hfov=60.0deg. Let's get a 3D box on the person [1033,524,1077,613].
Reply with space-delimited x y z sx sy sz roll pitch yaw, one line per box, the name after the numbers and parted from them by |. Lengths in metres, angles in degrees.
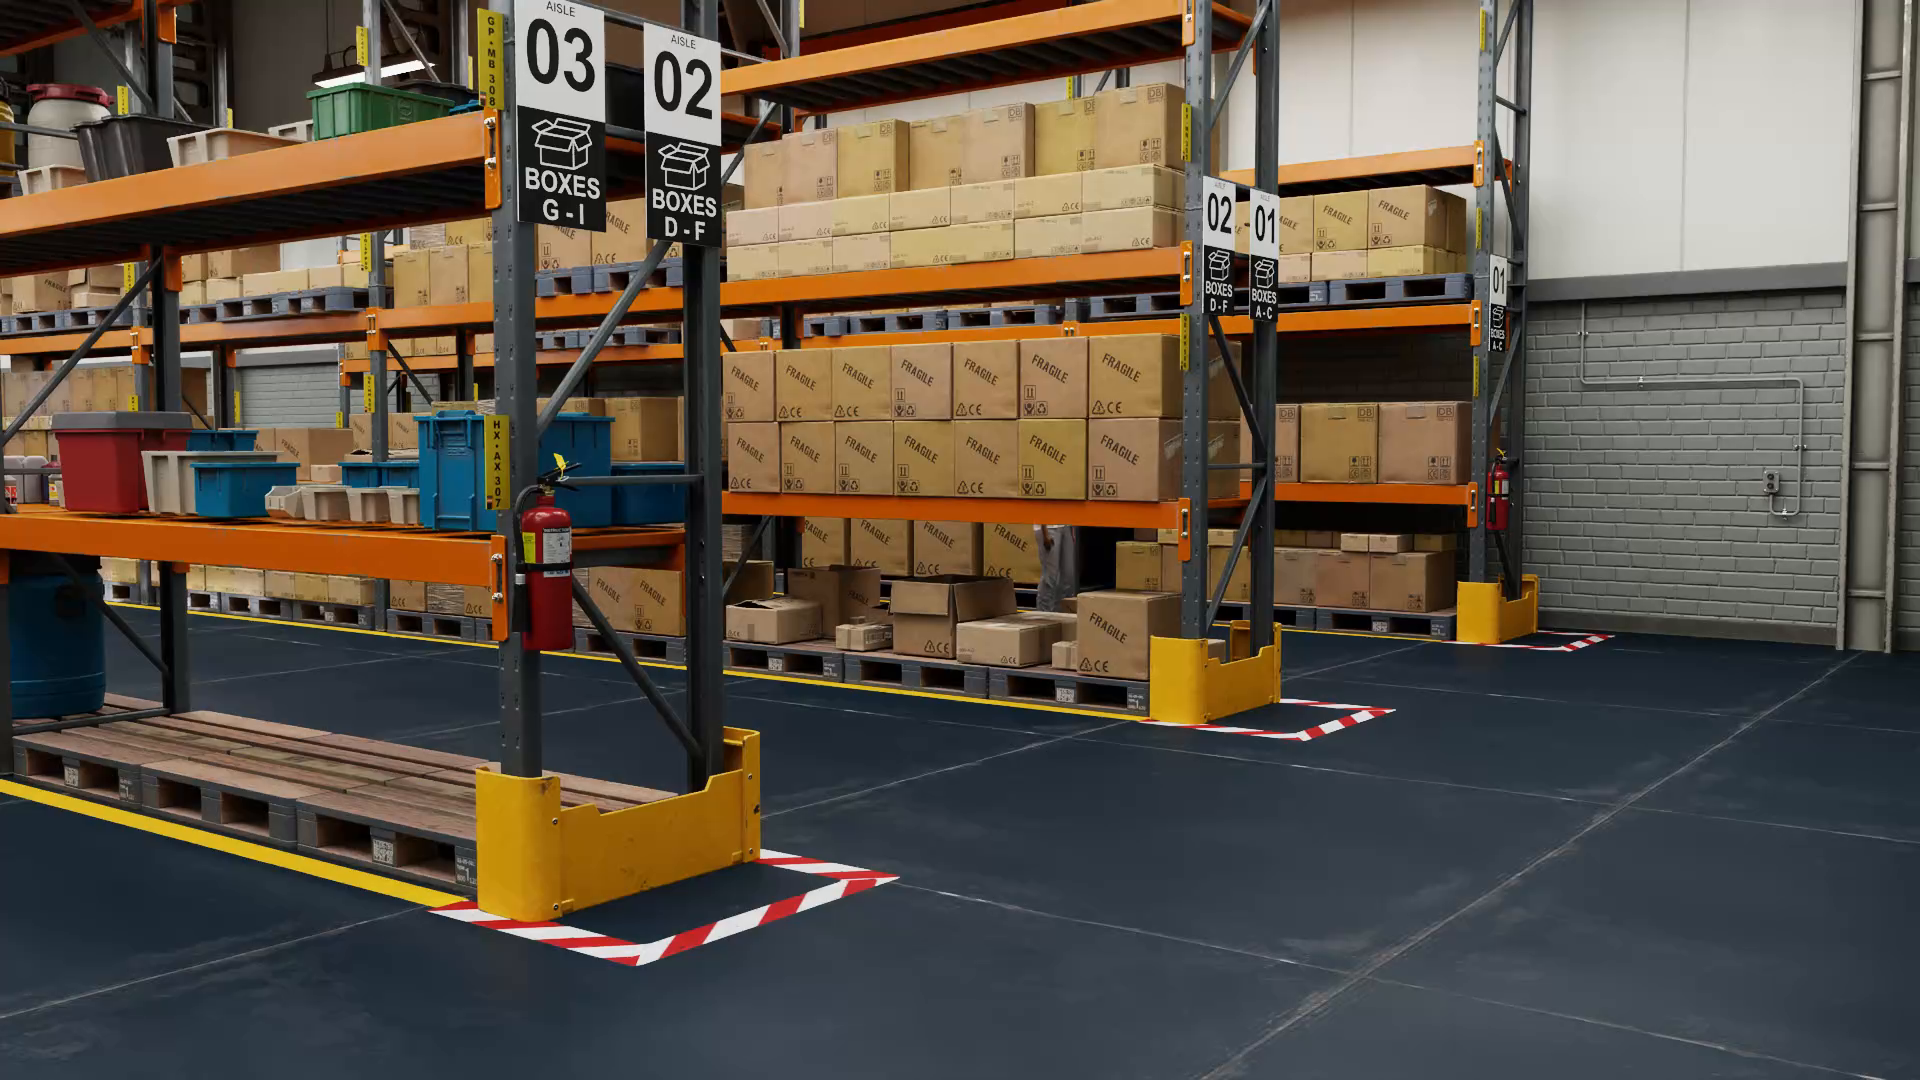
0.879 -0.054 15.091 0.392 1.659 0.507 2 4 36 | person
